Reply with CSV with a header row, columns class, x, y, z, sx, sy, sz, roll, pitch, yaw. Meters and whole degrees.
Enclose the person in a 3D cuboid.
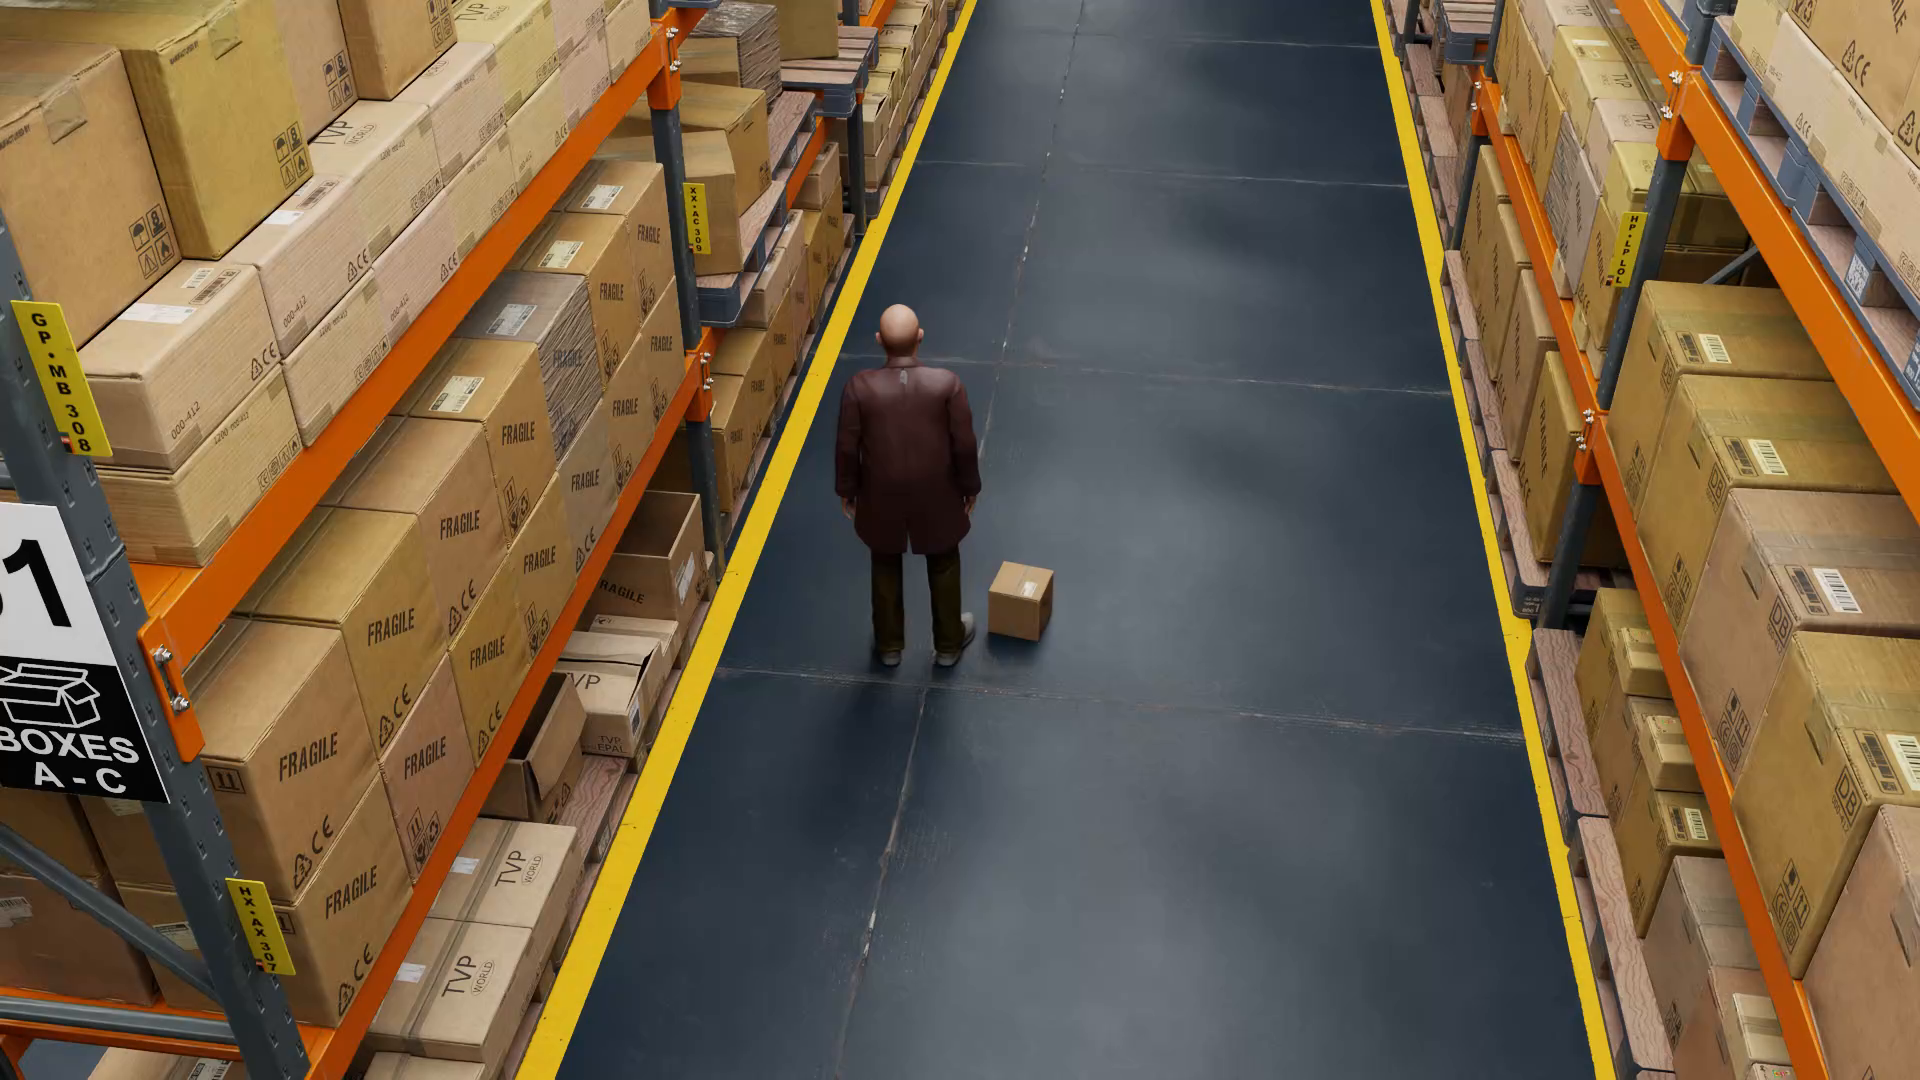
class,x,y,z,sx,sy,sz,roll,pitch,yaw
person,-0.230,-0.215,7.356,0.649,1.772,0.433,0,36,1
